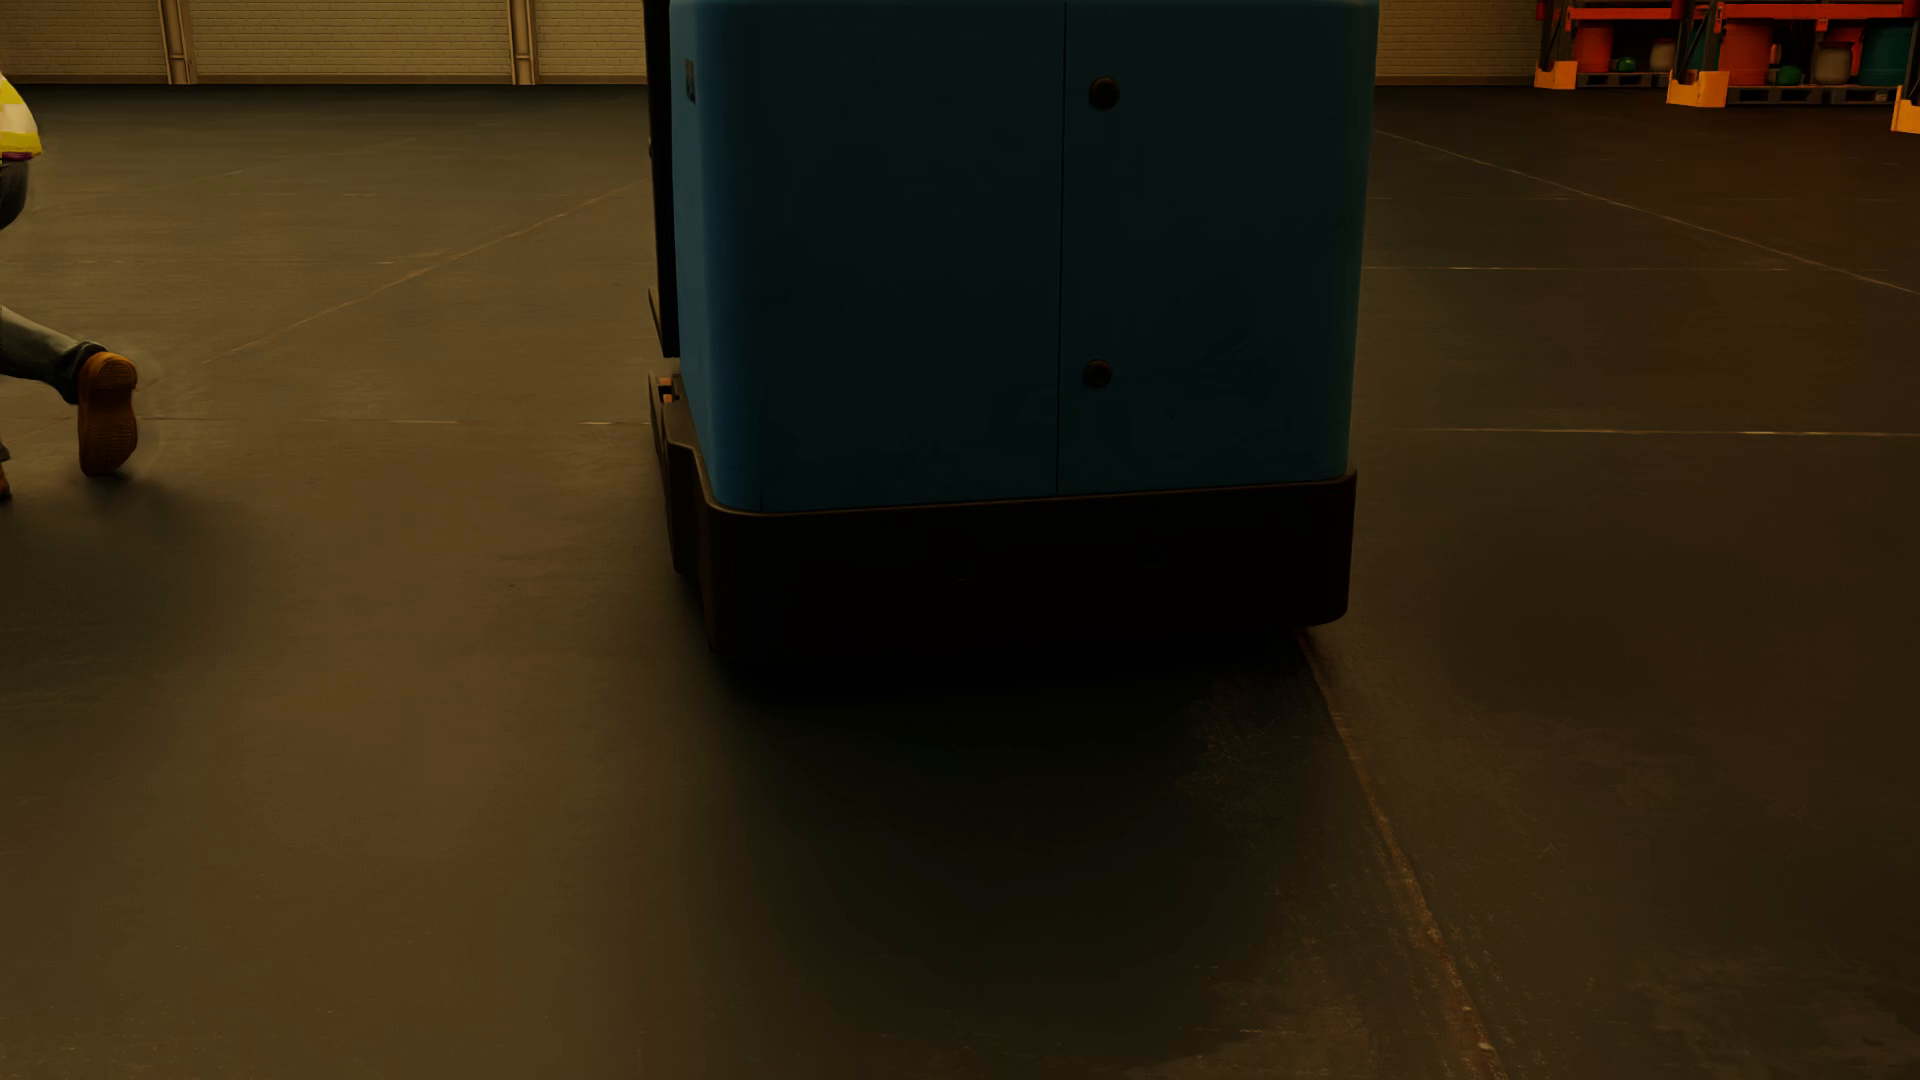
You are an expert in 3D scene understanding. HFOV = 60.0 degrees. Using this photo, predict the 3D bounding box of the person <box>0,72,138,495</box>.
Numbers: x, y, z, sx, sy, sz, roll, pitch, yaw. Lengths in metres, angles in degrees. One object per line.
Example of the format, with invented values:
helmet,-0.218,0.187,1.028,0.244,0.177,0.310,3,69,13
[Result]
person,-2.191,-0.854,3.539,0.647,1.555,0.872,-3,18,-10

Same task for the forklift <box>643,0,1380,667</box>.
forklift,-0.167,-1.604,3.594,1.130,2.935,3.031,-4,18,-12
